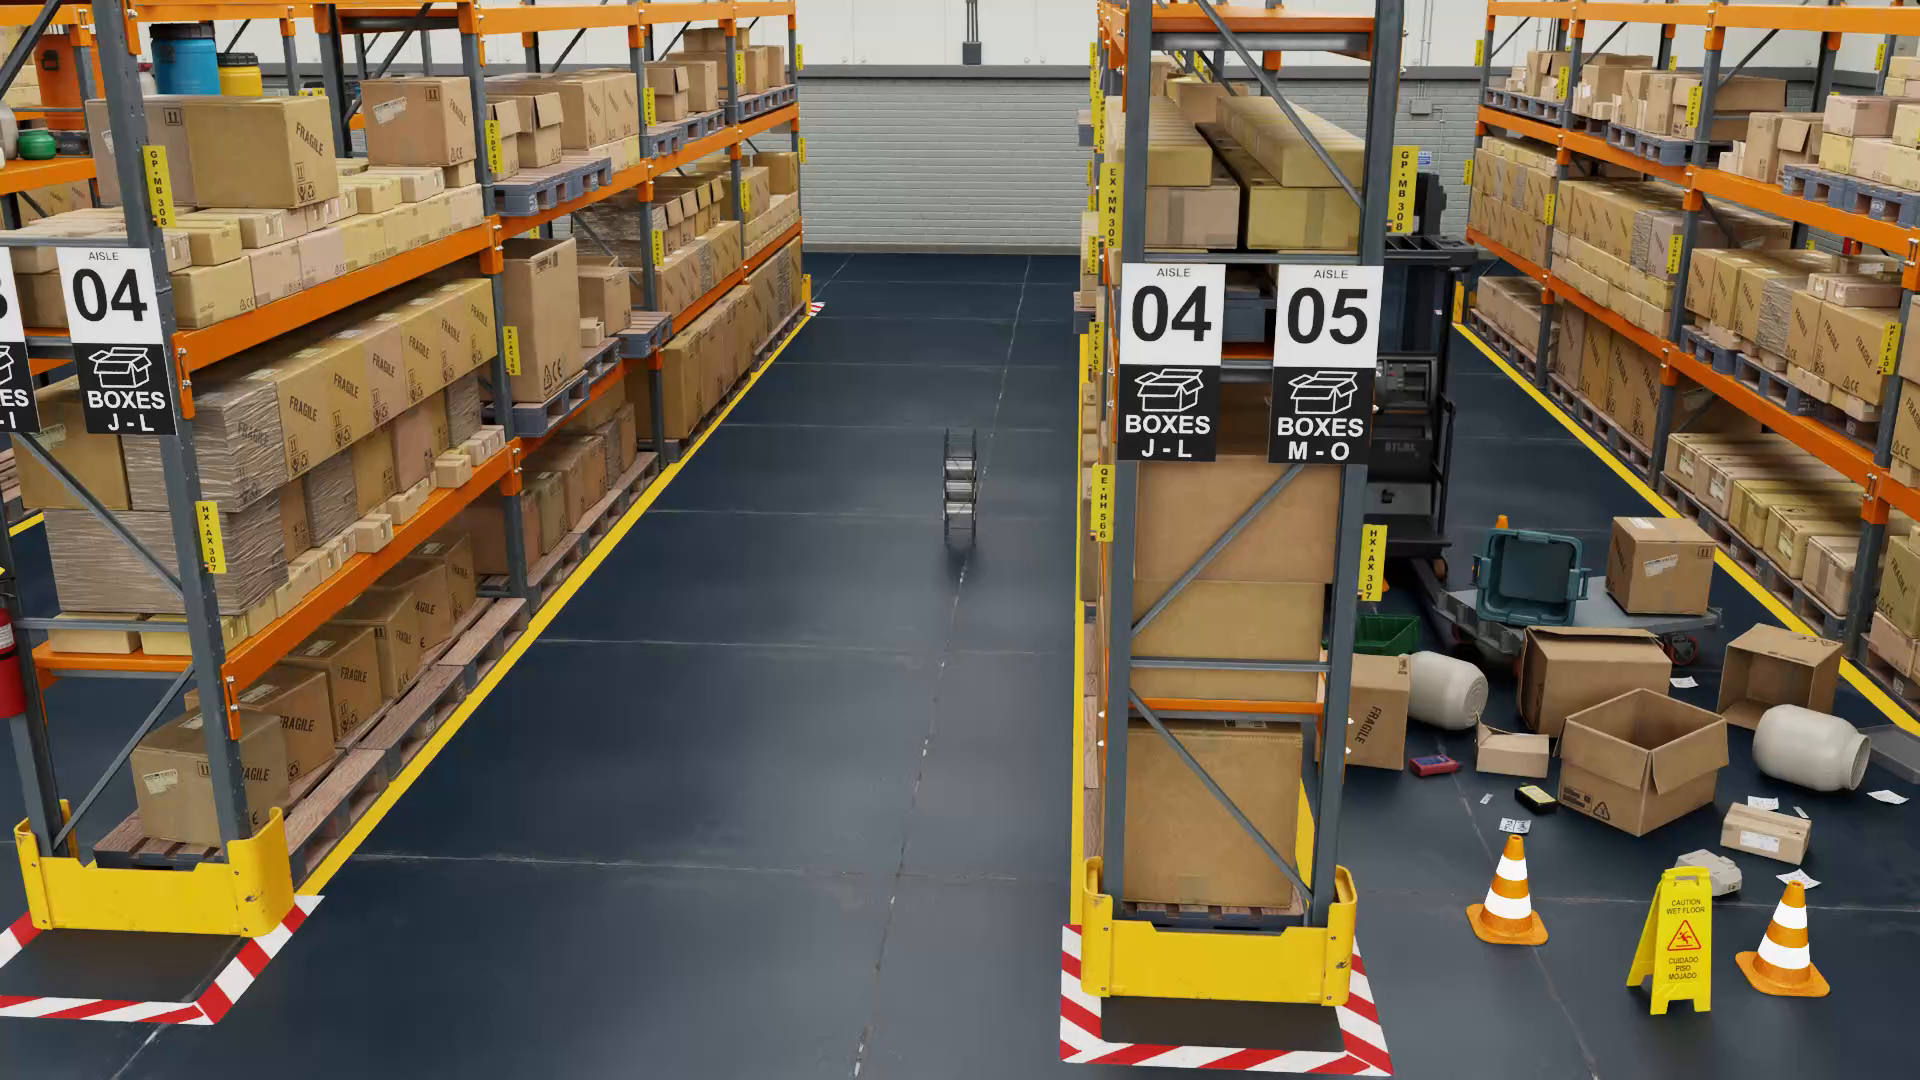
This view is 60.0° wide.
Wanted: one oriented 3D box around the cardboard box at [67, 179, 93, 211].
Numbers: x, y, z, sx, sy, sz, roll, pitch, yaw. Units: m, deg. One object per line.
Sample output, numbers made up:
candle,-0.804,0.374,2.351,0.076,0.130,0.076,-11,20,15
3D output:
cardboard box,-12.305,-4.706,22.808,0.500,0.500,0.500,2,18,6

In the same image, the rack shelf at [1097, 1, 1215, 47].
rack shelf,1.846,-4.895,15.708,1.077,0.370,4.000,1,18,4

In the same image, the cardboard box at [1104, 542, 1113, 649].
cardboard box,1.129,0.171,7.843,0.875,0.550,0.550,1,18,4

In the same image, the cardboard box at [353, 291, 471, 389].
cardboard box,-3.316,-1.217,10.077,0.500,0.500,0.500,1,18,4

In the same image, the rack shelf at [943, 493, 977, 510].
rack shelf,0.001,-0.313,13.329,0.258,0.077,0.200,1,18,4

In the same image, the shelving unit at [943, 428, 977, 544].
shelving unit,0.001,-0.430,13.291,0.258,0.900,0.210,1,18,4

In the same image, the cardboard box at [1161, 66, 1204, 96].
cardboard box,2.023,-4.151,15.068,0.396,0.266,0.258,1,18,4

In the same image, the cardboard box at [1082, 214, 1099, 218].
cardboard box,1.489,-3.361,17.637,0.380,0.149,0.250,2,18,5

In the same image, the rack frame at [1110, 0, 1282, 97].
rack frame,1.416,-3.563,9.846,1.000,3.000,0.127,1,18,4

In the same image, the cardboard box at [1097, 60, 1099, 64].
cardboard box,1.804,-5.563,19.564,0.380,0.149,0.250,1,18,3

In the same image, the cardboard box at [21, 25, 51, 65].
cardboard box,-12.564,-6.592,22.140,0.700,0.500,0.500,1,18,4

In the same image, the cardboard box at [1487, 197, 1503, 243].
cardboard box,6.837,-3.950,20.500,0.500,0.500,0.500,1,18,4

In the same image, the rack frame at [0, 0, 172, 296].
rack frame,-3.810,-2.463,6.489,1.000,3.000,0.127,1,18,4

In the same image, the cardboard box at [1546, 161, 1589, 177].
cardboard box,6.639,-4.052,18.163,0.380,0.149,0.250,1,18,3

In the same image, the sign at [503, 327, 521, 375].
sign,-2.982,-1.256,11.050,0.100,0.325,0.005,1,18,4

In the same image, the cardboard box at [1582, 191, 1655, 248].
cardboard box,6.569,-3.196,16.594,0.500,0.500,0.500,1,18,3

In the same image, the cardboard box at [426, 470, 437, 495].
cardboard box,-3.407,-0.353,10.088,0.380,0.149,0.250,1,18,4

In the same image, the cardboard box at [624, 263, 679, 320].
cardboard box,-2.931,-2.289,15.432,0.500,0.500,0.500,2,18,6

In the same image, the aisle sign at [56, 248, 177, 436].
aisle sign,-3.516,-0.822,6.939,0.394,0.787,0.004,1,18,4

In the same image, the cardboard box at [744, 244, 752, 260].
cardboard box,-2.597,-3.304,19.094,0.380,0.149,0.250,1,18,4

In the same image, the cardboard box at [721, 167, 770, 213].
cardboard box,-2.585,-4.223,20.053,0.500,0.500,0.500,1,18,2

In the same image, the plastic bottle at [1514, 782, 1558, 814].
plastic bottle,3.118,1.398,9.058,0.133,0.061,0.283,-5,19,-15

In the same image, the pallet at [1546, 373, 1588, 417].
pallet,6.954,-1.552,17.819,1.003,0.211,1.213,1,18,4

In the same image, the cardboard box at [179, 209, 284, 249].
cardboard box,-3.459,-1.479,7.903,0.380,0.149,0.250,2,18,6

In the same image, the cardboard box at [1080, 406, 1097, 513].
cardboard box,1.510,-0.627,13.457,1.050,0.750,0.750,2,18,5

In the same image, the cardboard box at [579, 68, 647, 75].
cardboard box,-3.291,-4.231,15.865,0.500,0.500,0.500,2,18,7

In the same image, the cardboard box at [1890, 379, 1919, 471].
cardboard box,6.051,-0.692,10.079,0.500,0.500,0.500,1,18,4

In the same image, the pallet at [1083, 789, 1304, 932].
pallet,1.109,1.605,8.187,1.003,0.211,1.213,1,18,4

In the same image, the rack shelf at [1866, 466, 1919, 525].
rack shelf,6.217,0.330,8.755,1.077,0.370,4.000,1,18,4

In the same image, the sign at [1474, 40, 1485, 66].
sign,6.668,-6.253,21.341,0.100,0.325,0.005,1,18,4

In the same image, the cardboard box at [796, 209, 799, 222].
cardboard box,-2.360,-4.344,22.267,0.380,0.149,0.250,2,18,5

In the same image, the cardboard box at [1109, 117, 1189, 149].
cardboard box,0.925,-1.988,8.144,0.380,0.149,0.250,1,18,4

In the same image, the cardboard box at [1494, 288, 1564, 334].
cardboard box,7.216,-2.851,20.746,0.875,0.438,0.875,2,18,5

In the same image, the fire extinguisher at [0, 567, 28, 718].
fire extinguisher,-4.278,0.450,7.358,0.296,0.674,0.183,1,18,4

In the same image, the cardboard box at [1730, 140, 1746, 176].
cardboard box,6.437,-3.064,13.355,0.396,0.266,0.258,1,18,4

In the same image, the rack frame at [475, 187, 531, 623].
rack frame,-3.524,-0.855,11.214,1.000,3.000,0.127,1,18,4

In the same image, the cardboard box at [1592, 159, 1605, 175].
cardboard box,7.218,-4.121,18.375,0.380,0.149,0.250,2,18,5

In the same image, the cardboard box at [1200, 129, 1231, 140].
cardboard box,1.601,-2.140,9.246,0.500,0.250,0.500,1,18,4

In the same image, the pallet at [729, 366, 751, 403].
pallet,-2.930,-1.773,18.495,1.003,0.211,1.213,1,18,4

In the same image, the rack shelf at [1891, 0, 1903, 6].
rack shelf,12.029,-6.137,18.861,1.077,0.370,4.000,1,18,4

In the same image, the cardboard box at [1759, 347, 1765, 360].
cardboard box,6.358,-1.438,12.723,0.380,0.149,0.250,2,18,6

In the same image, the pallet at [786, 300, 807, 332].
pallet,-2.643,-3.006,22.259,1.003,0.211,1.213,1,18,4

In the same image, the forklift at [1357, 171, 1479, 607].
forklift,3.113,-1.194,12.361,1.130,2.935,3.031,1,18,4

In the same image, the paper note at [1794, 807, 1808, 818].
paper note,4.520,1.464,8.939,0.032,0.001,0.123,1,18,4

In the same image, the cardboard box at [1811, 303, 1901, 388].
cardboard box,6.199,-1.325,11.335,0.500,0.500,0.500,1,18,4

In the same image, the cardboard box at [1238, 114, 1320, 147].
cardboard box,1.600,-2.052,8.340,0.380,0.149,0.250,2,18,5

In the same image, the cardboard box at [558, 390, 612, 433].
cardboard box,-3.283,-1.101,14.069,0.500,0.250,0.500,3,18,10

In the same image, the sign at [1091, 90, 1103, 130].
sign,1.162,-3.639,14.063,0.100,0.325,0.005,1,18,4

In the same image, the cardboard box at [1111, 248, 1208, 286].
cardboard box,0.815,-1.134,6.818,0.380,0.149,0.250,1,18,4

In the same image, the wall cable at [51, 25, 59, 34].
wall cable,-16.723,-8.037,28.487,3.097,2.526,0.112,1,18,4

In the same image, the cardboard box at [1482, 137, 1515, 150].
cardboard box,6.920,-5.087,21.323,0.380,0.149,0.250,2,18,5

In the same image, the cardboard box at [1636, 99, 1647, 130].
cardboard box,6.397,-3.872,15.148,0.396,0.266,0.258,1,18,3

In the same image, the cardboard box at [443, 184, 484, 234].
cardboard box,-3.296,-2.061,10.321,0.500,0.250,0.500,2,18,6

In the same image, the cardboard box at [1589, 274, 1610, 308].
cardboard box,6.506,-2.441,16.298,0.500,0.250,0.500,1,18,3

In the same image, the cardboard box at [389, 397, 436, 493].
cardboard box,-3.624,-0.593,9.778,0.875,0.500,0.500,1,18,4

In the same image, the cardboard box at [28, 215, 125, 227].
cardboard box,-4.056,-1.415,7.707,0.380,0.149,0.250,0,18,2
